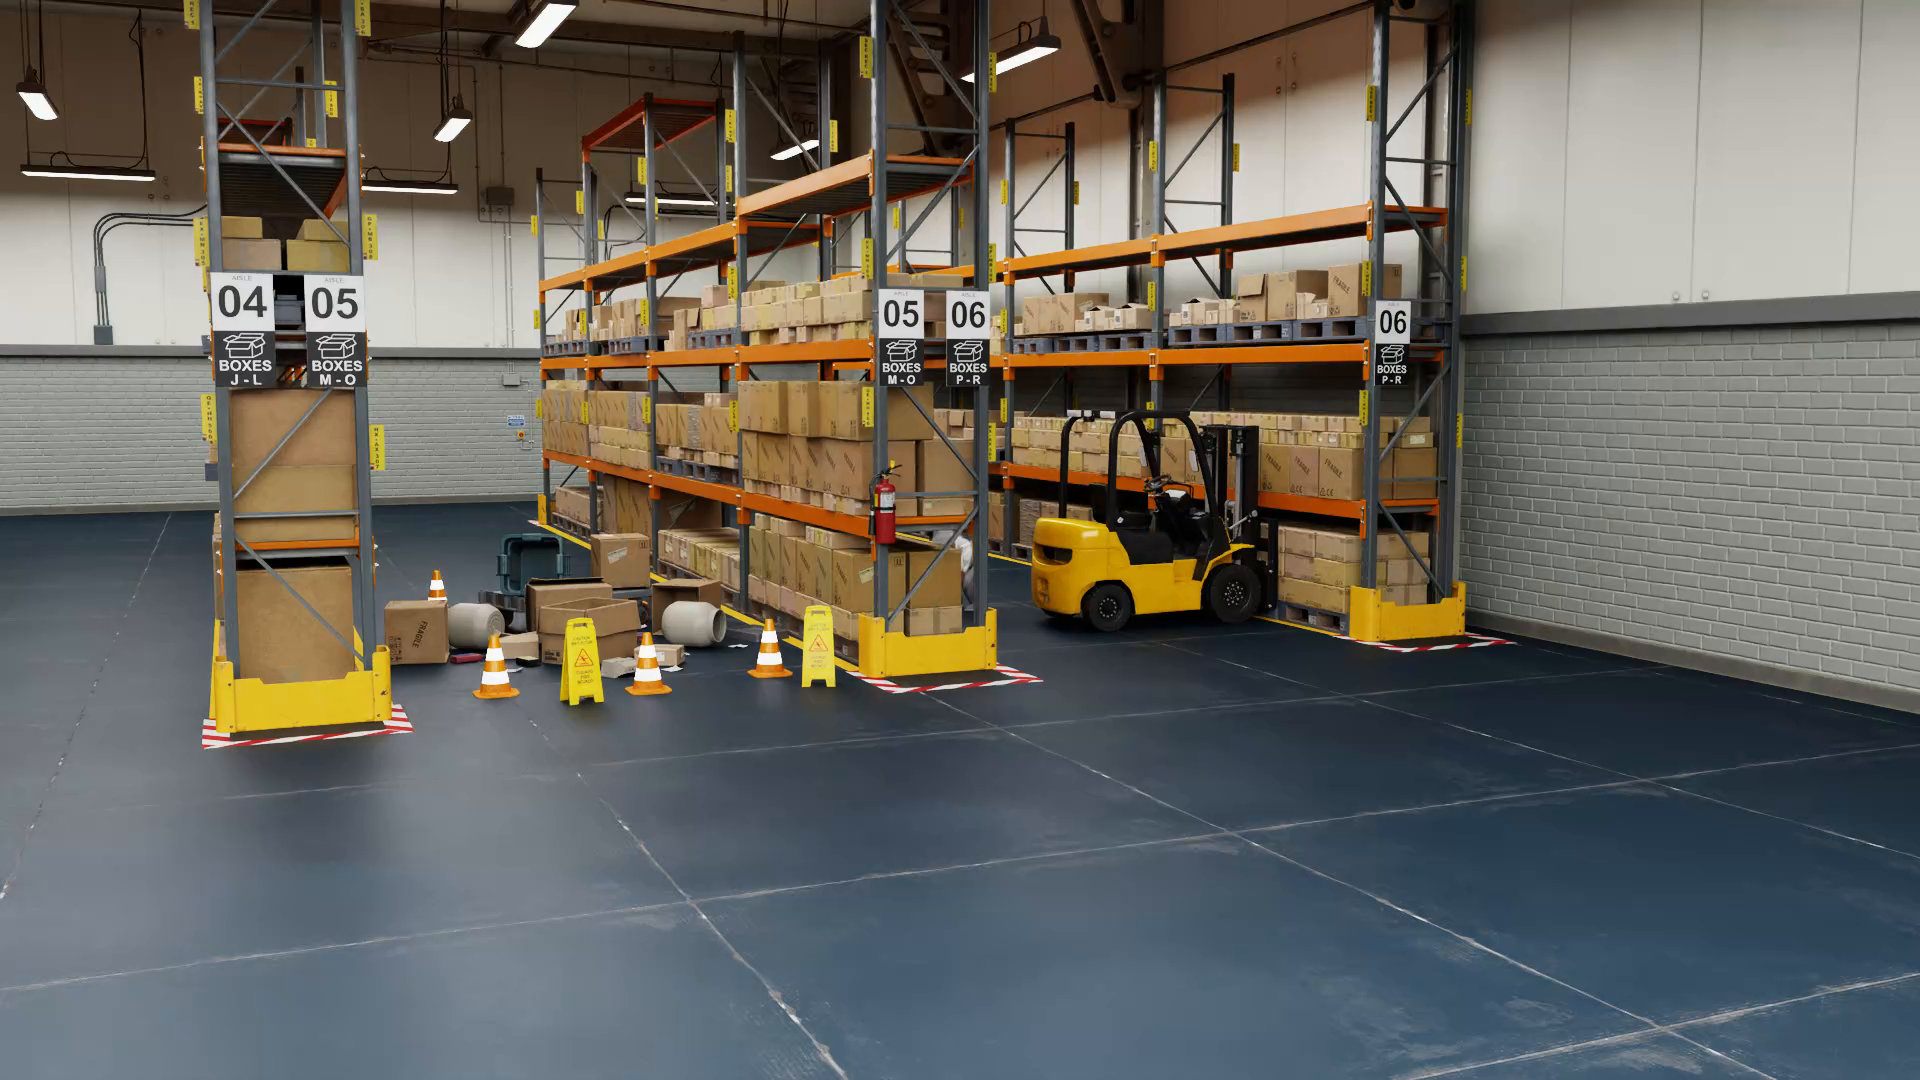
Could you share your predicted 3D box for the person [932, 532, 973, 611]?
[{"bbox_3d":[-0.044,0.328,17.725,0.478,0.881,0.870,4,7,34],"label":"person"}]
